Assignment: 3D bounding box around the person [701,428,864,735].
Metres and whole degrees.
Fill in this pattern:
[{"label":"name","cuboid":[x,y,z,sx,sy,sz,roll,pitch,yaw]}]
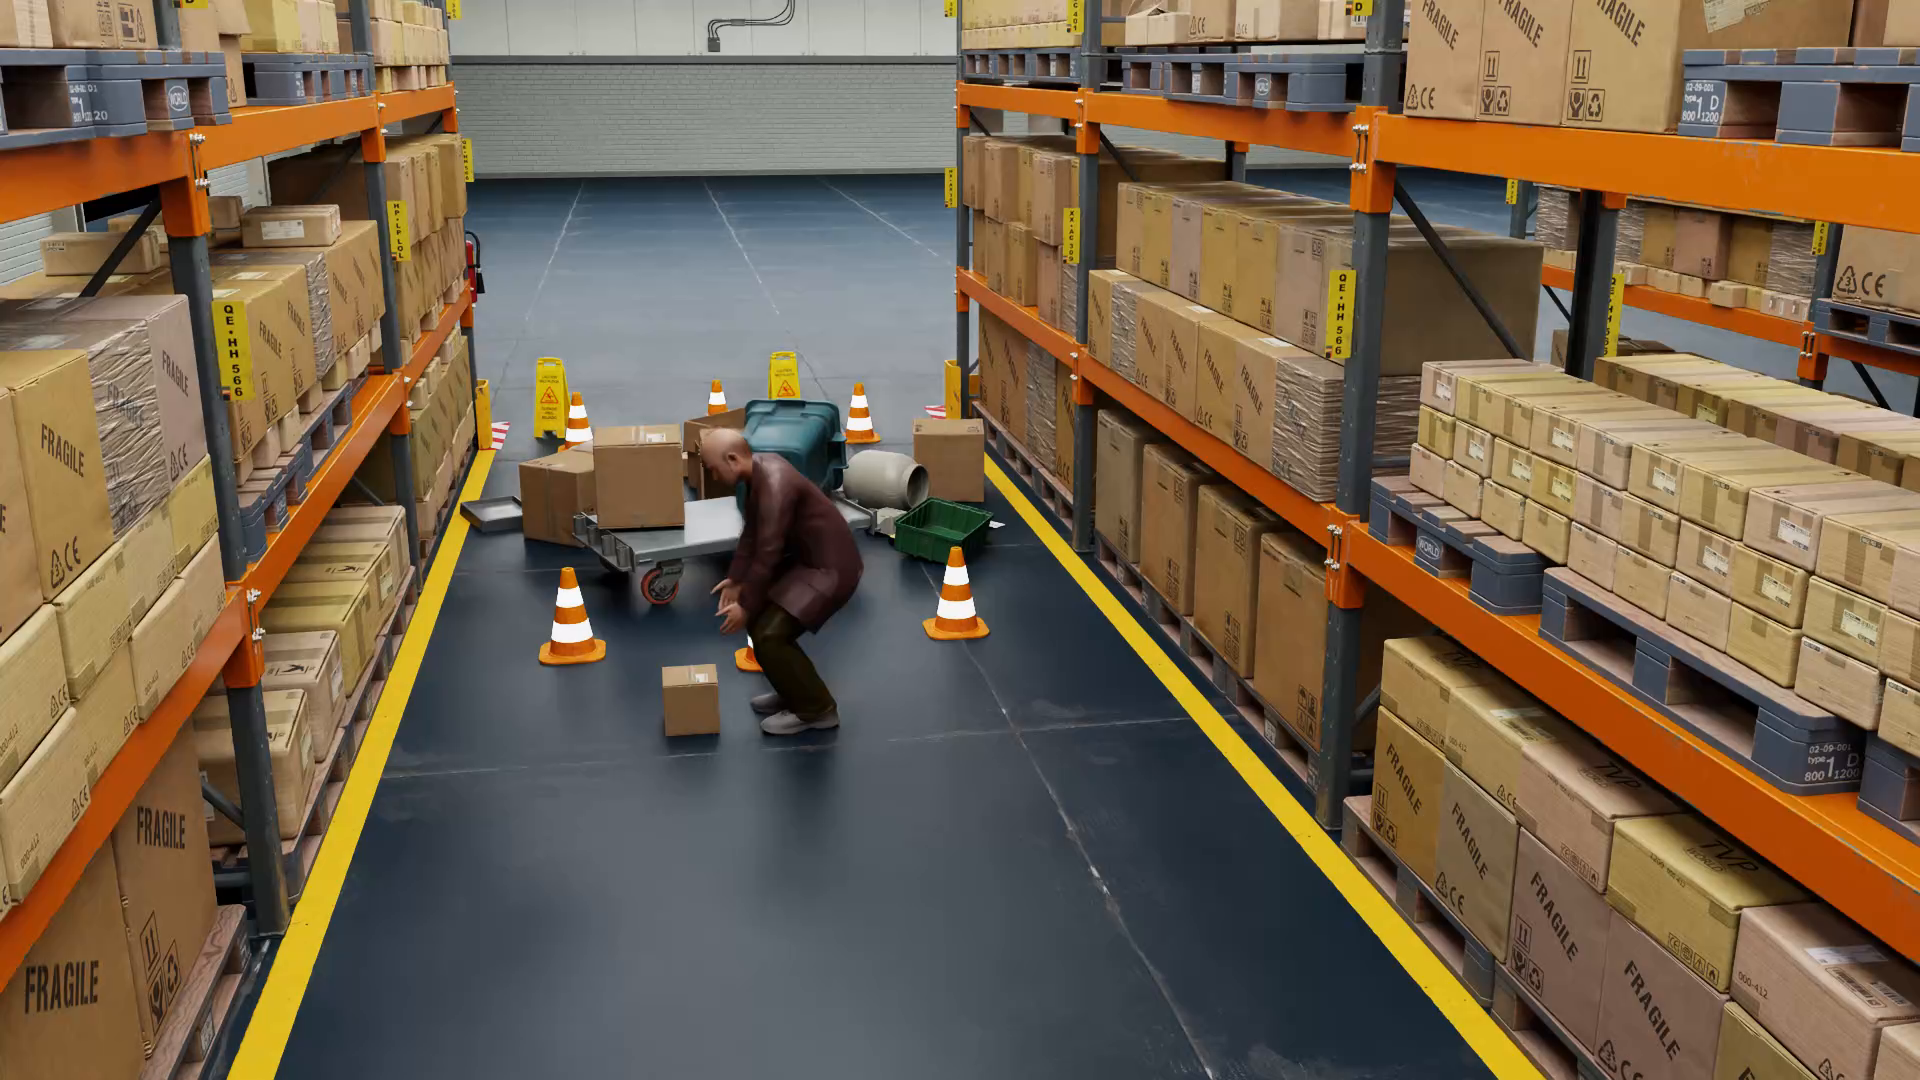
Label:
[{"label":"person","cuboid":[-0.796,0.176,7.609,0.719,1.417,0.630,-3,16,-10]}]
